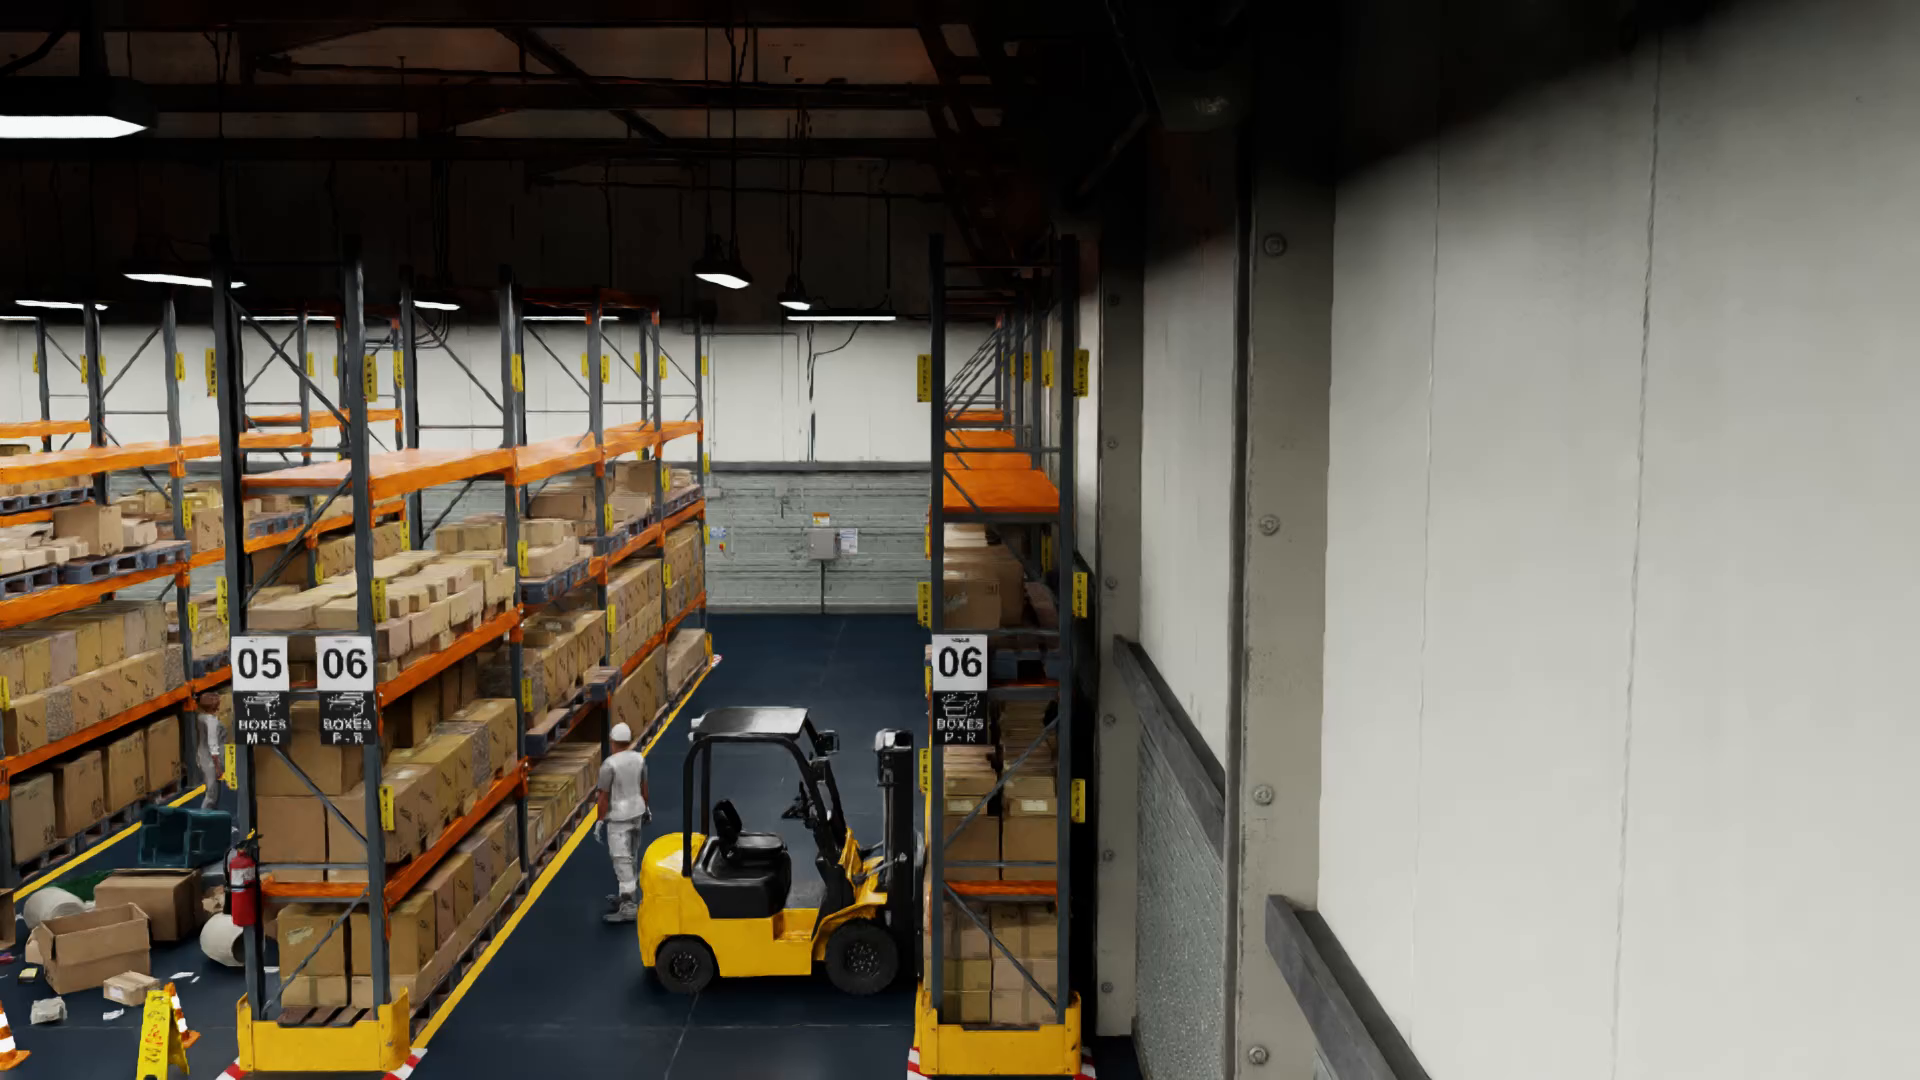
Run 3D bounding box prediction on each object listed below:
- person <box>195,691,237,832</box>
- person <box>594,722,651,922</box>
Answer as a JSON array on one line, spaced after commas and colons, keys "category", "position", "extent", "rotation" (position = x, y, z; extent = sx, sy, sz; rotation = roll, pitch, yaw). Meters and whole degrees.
[{"category": "person", "position": [-7.964, 2.402, 17.774], "extent": [0.405, 1.600, 0.468], "rotation": [-4, 7, -32]}, {"category": "person", "position": [-3.137, 2.567, 15.395], "extent": [0.577, 1.785, 0.655], "rotation": [4, 7, 32]}]
